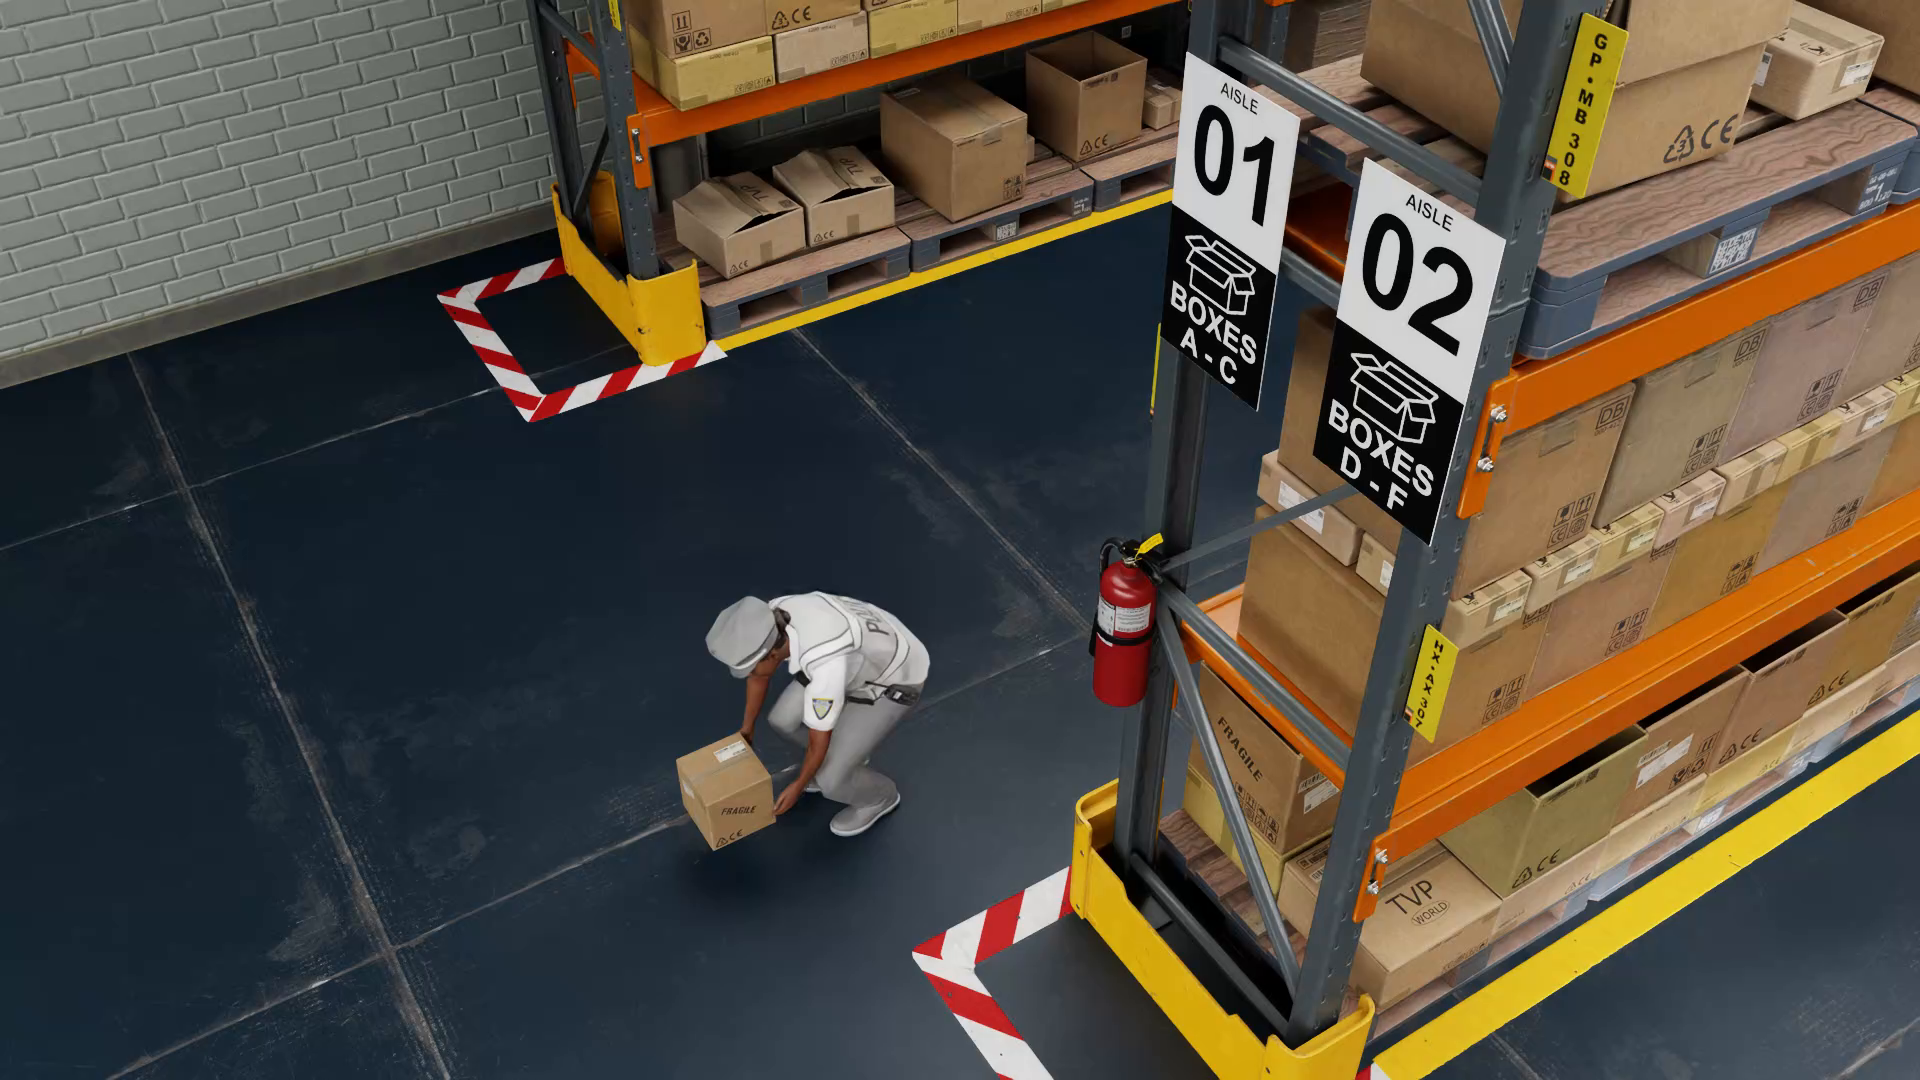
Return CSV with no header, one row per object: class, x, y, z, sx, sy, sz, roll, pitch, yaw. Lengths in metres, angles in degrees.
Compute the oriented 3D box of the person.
person,-0.479,0.584,5.875,0.805,1.160,0.500,-23,46,-24
